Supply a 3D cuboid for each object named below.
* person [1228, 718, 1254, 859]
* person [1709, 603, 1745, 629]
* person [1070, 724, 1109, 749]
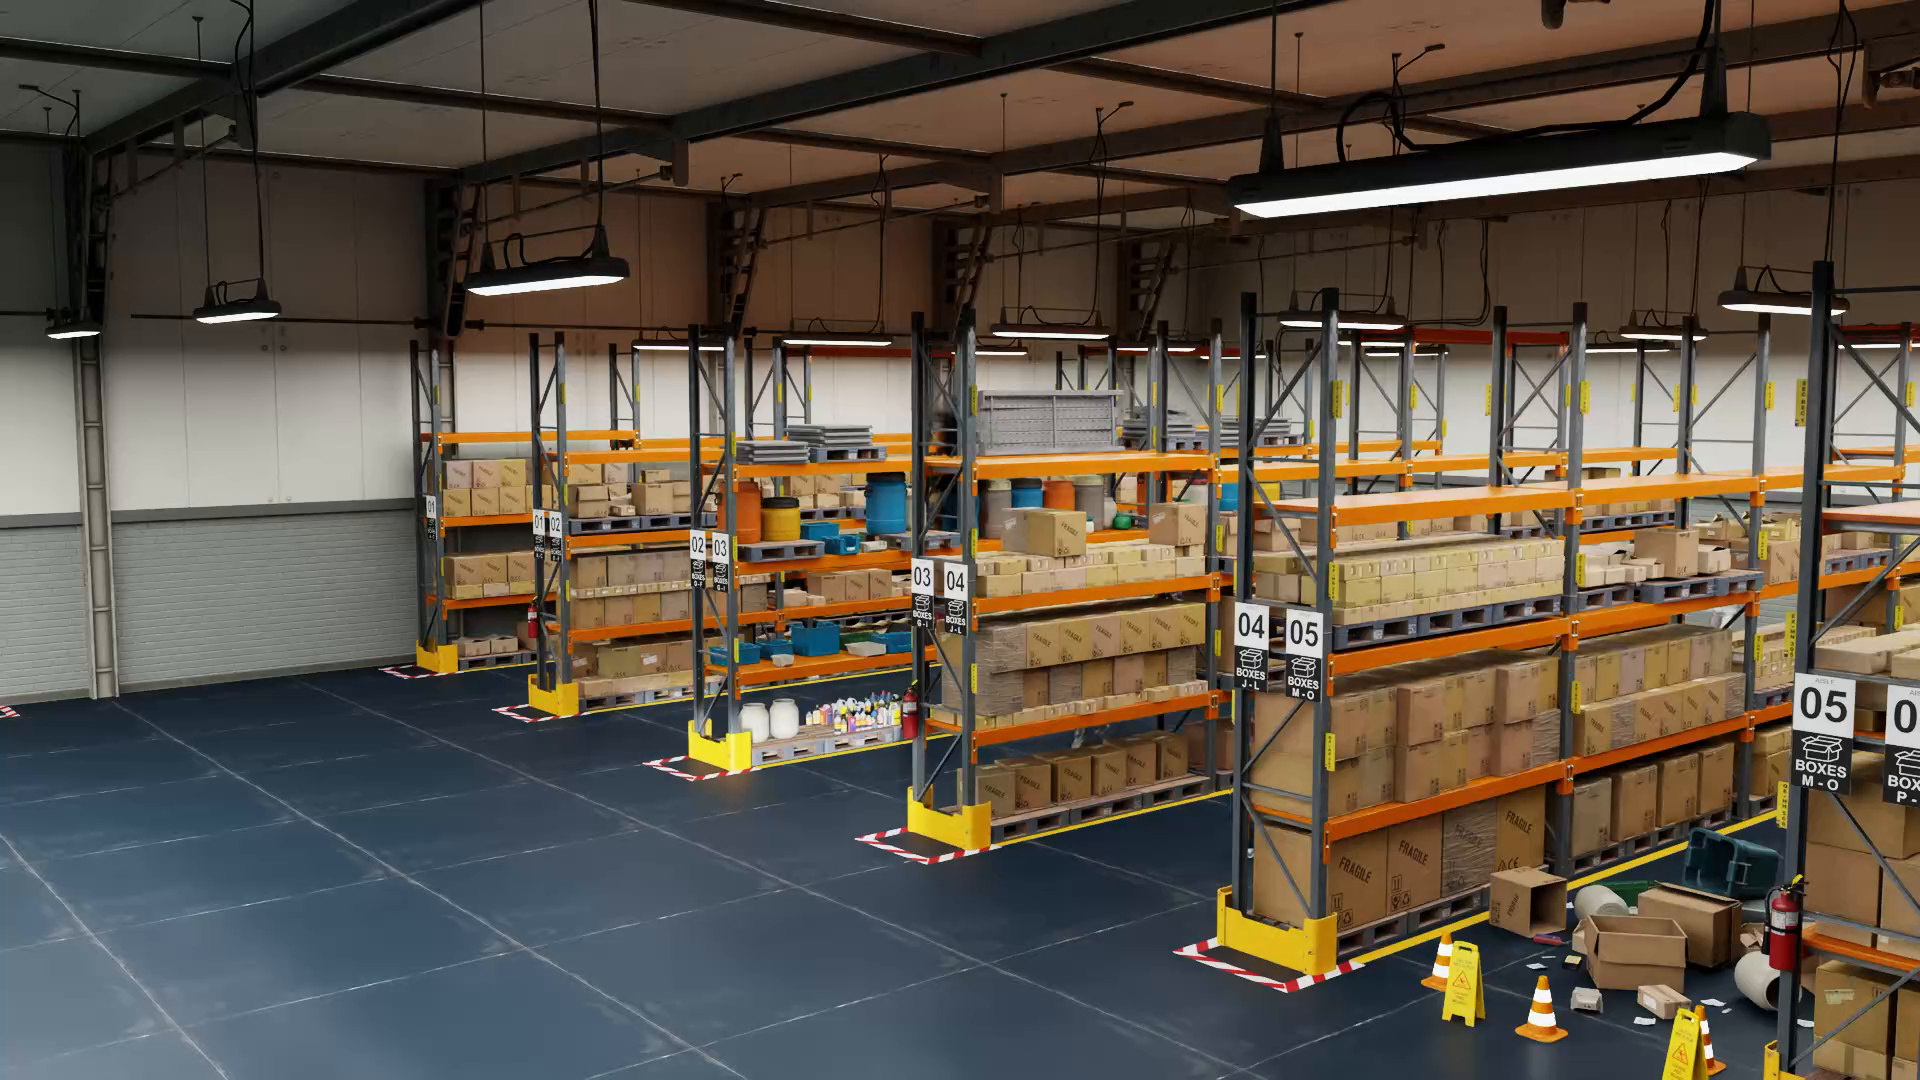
[{"bbox_3d":[3.181,2.703,18.216,0.630,1.567,0.576,-4,7,-40],"label":"person"},{"bbox_3d":[14.254,1.378,30.950,0.711,1.762,1.010,4,7,39],"label":"person"},{"bbox_3d":[1.891,2.178,24.001,0.663,1.634,0.943,4,7,39],"label":"person"}]
